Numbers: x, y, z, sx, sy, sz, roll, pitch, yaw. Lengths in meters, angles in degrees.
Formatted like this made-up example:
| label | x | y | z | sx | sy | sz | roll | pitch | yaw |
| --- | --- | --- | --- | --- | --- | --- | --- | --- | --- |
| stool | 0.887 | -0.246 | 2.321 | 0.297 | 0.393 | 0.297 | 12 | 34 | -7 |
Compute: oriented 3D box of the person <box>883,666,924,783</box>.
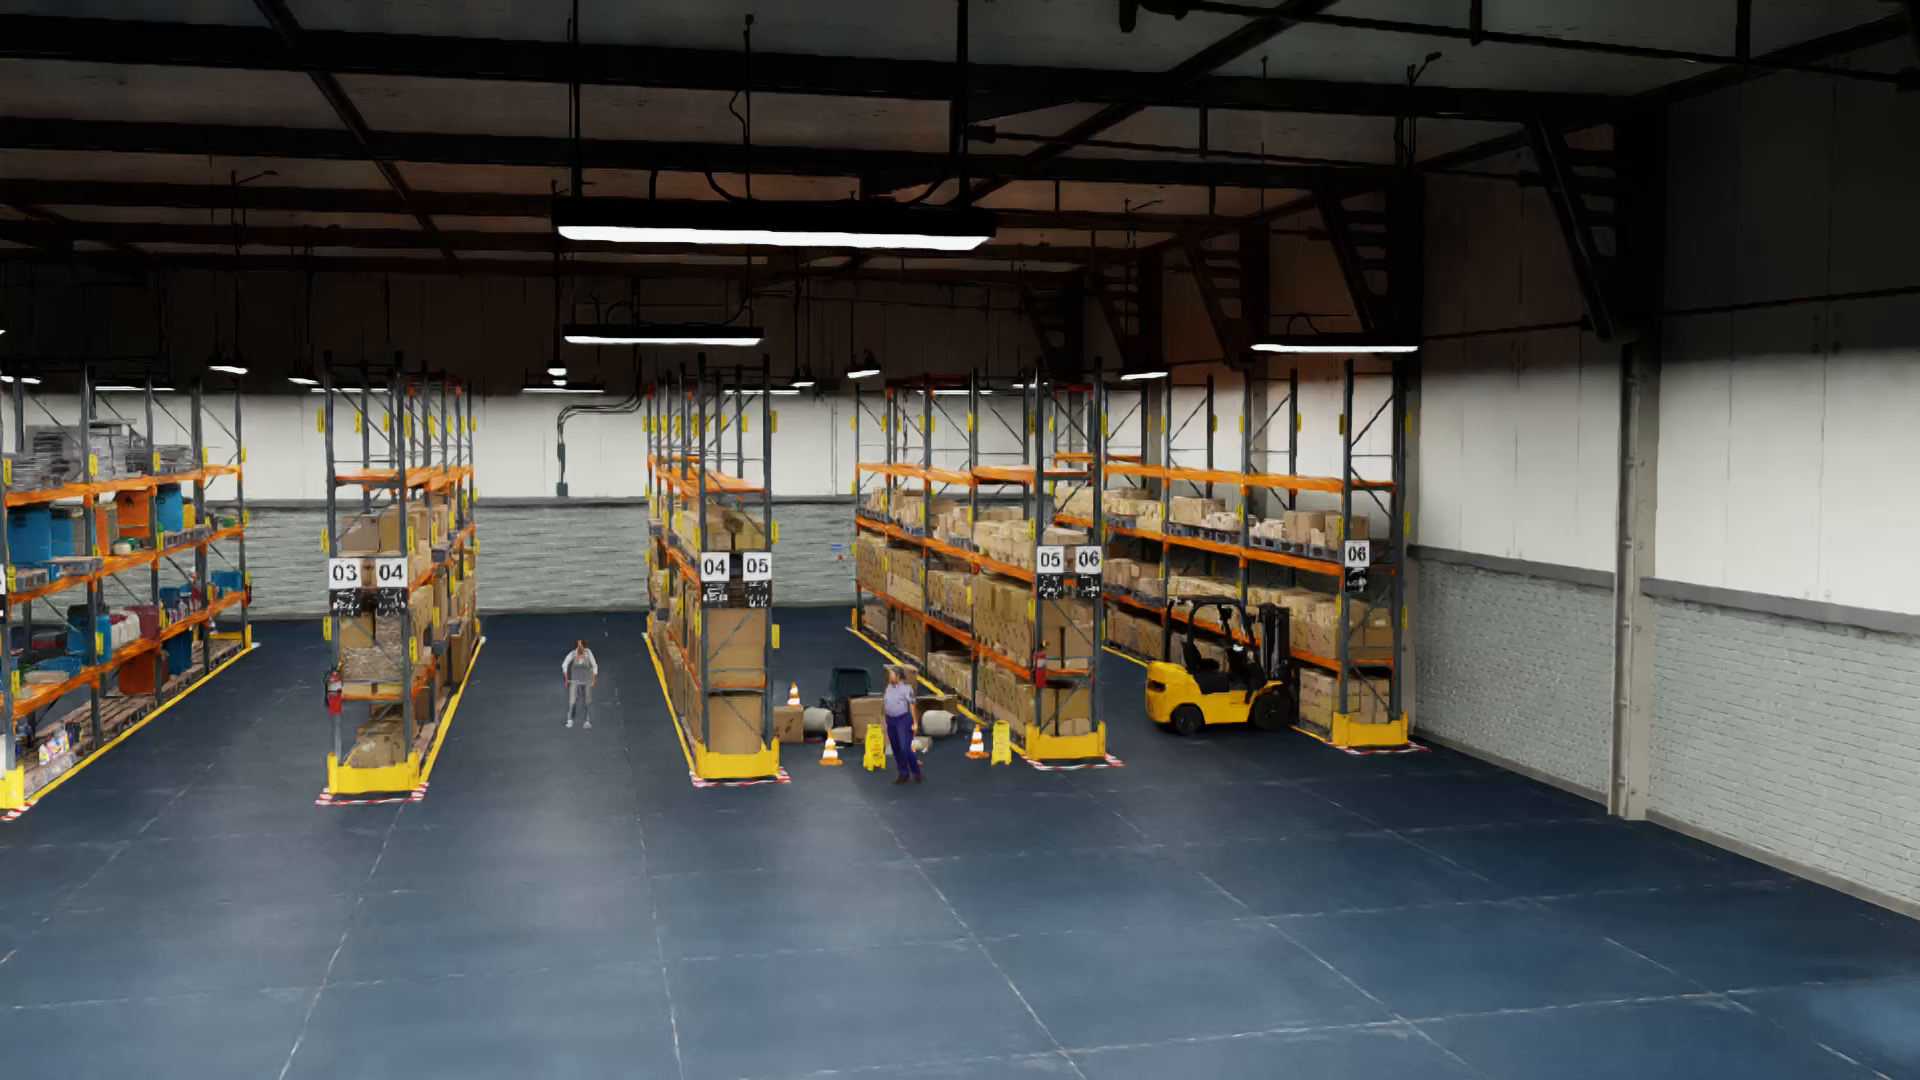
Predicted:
| label | x | y | z | sx | sy | sz | roll | pitch | yaw |
| --- | --- | --- | --- | --- | --- | --- | --- | --- | --- |
| person | -0.792 | 2.579 | 23.183 | 0.611 | 1.619 | 0.422 | 3 | 5 | 40 |

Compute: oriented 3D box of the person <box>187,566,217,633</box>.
| label | x | y | z | sx | sy | sz | roll | pitch | yaw |
| --- | --- | --- | --- | --- | --- | --- | --- | --- | --- |
| person | -17.668 | 1.460 | 38.598 | 0.594 | 1.736 | 0.988 | 0 | 4 | 7 |

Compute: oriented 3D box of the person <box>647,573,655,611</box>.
| label | x | y | z | sx | sy | sz | roll | pitch | yaw |
| --- | --- | --- | --- | --- | --- | --- | --- | --- | --- |
| person | -7.353 | 1.329 | 40.375 | 0.636 | 1.711 | 0.451 | 3 | 5 | 40 |

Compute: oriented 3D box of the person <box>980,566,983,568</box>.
| label | x | y | z | sx | sy | sz | roll | pitch | yaw |
| --- | --- | --- | --- | --- | --- | --- | --- | --- | --- |
| person | 0.434 | 1.529 | 37.646 | 0.636 | 1.671 | 0.672 | 1 | 4 | 16 |

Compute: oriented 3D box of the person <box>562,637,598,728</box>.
| label | x | y | z | sx | sy | sz | roll | pitch | yaw |
| --- | --- | --- | --- | --- | --- | --- | --- | --- | --- |
| person | -6.245 | 2.338 | 27.327 | 0.566 | 1.541 | 0.519 | -1 | 4 | -16 |
